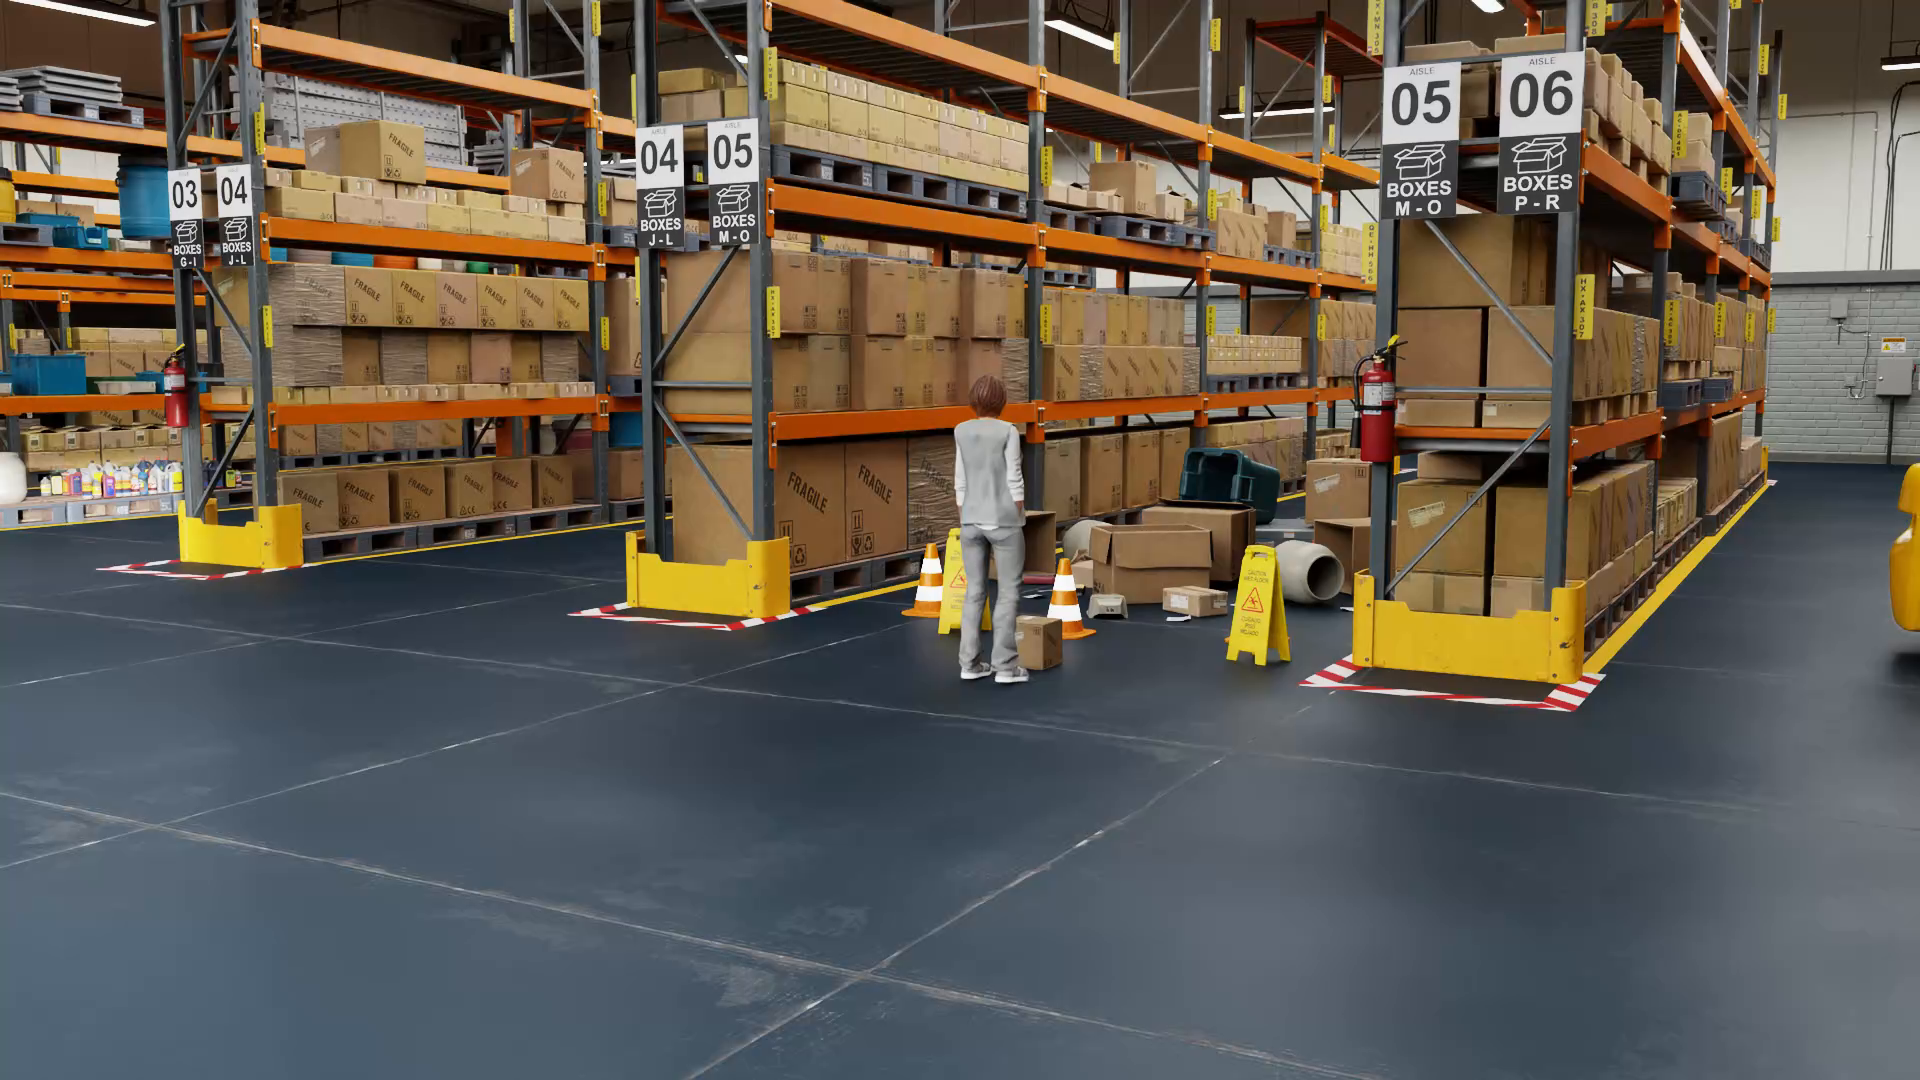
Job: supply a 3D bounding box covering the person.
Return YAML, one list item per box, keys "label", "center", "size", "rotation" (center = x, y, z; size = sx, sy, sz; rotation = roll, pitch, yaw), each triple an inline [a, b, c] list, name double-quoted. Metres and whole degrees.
- label: "person"
  center: [0.152, -0.059, 8.639]
  size: [0.406, 1.596, 0.307]
  rotation: [4, 7, 30]
